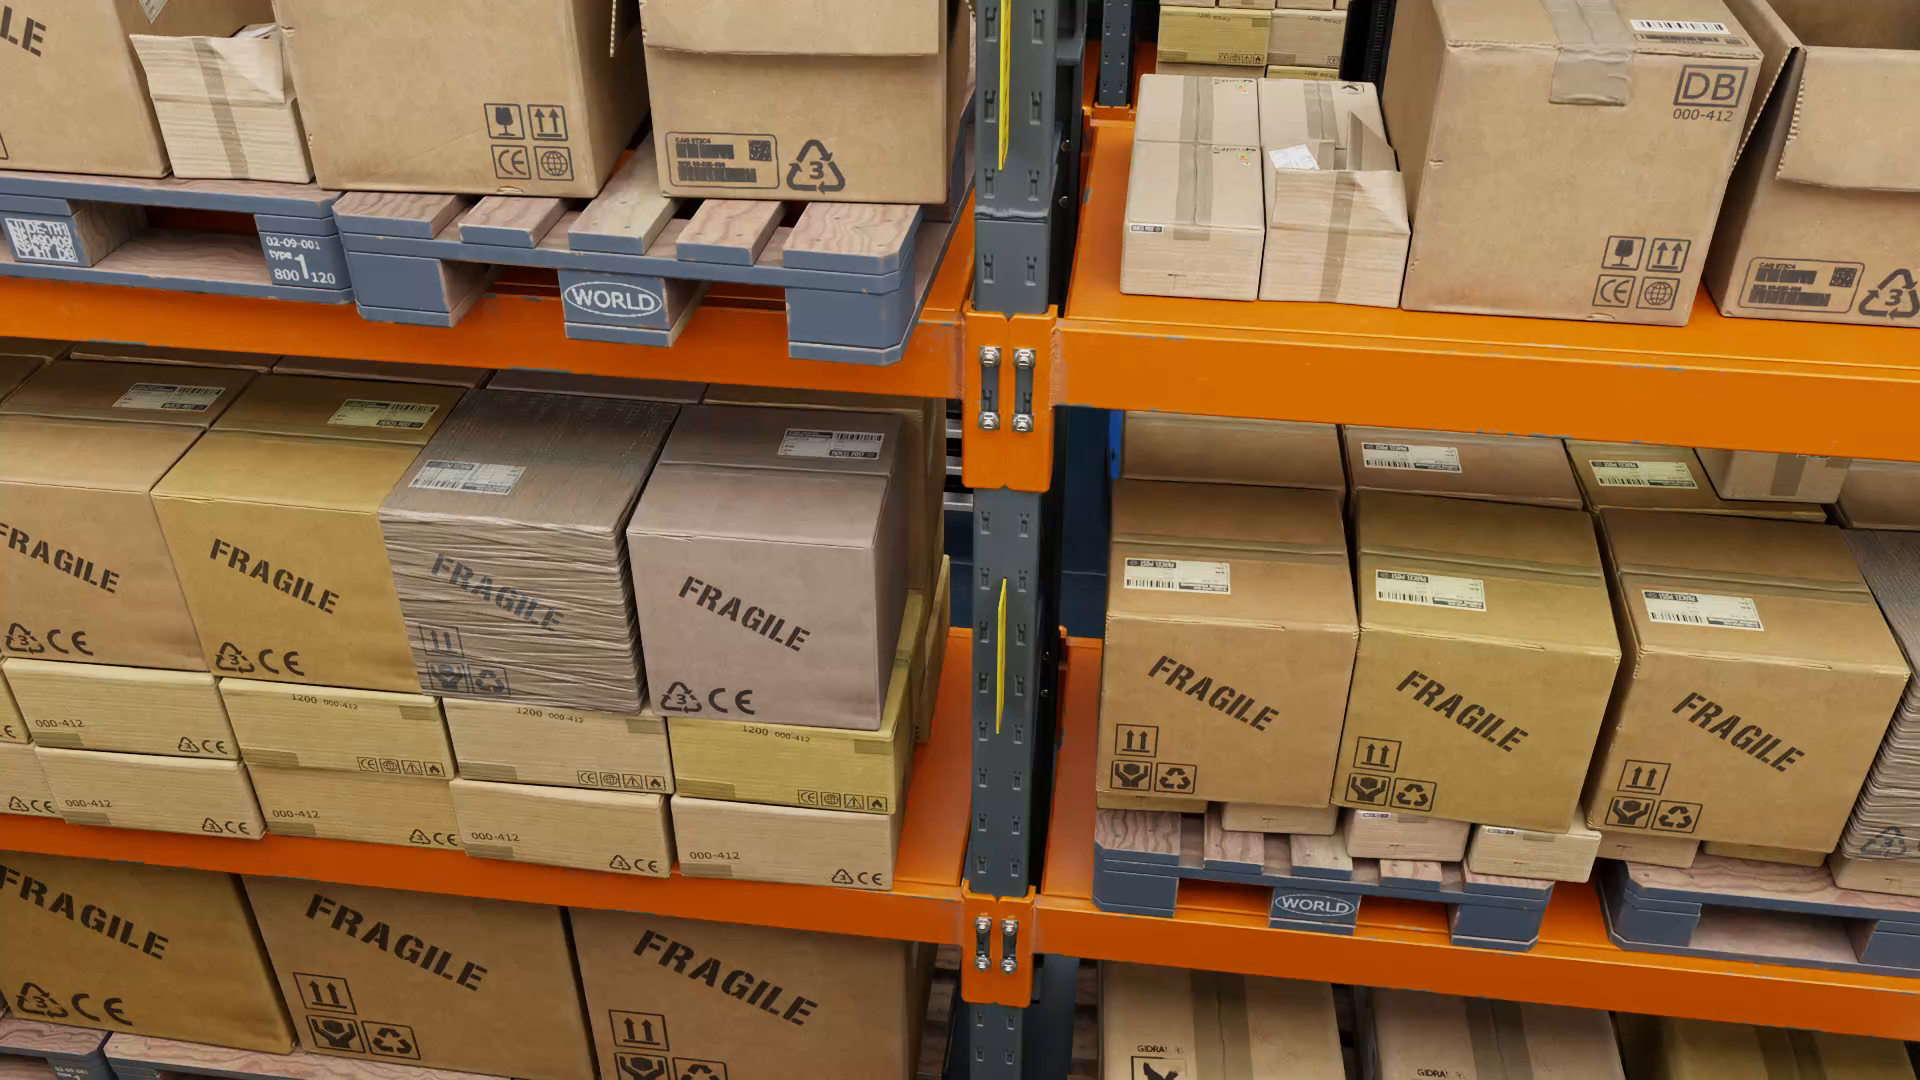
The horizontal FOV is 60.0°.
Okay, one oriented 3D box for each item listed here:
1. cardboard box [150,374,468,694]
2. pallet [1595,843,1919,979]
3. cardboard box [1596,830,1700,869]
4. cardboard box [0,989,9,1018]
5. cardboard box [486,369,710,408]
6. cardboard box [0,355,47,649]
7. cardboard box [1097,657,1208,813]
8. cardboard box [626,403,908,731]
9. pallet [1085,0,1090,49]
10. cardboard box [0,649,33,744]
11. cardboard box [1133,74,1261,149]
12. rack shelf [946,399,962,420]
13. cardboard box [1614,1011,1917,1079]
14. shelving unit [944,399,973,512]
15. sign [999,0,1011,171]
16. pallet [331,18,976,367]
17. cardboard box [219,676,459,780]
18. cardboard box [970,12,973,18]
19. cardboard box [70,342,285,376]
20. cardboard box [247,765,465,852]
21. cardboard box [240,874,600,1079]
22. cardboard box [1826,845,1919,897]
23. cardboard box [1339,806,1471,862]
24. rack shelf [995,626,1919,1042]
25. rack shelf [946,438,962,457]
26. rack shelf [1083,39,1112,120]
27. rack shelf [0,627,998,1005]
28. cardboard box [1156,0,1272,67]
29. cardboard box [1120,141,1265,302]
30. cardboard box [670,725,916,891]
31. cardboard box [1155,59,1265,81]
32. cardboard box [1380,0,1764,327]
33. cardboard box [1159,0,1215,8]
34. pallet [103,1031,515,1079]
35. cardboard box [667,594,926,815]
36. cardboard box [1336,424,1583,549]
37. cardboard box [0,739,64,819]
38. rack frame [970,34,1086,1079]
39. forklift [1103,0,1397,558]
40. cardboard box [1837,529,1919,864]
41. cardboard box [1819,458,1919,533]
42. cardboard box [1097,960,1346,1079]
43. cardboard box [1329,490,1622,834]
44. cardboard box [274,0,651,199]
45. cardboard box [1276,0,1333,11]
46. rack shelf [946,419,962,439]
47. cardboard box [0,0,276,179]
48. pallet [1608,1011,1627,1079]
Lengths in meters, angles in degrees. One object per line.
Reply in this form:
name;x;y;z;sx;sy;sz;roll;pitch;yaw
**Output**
cardboard box;-1.398;-0.022;3.752;0.500;0.500;0.500;4;36;6
pallet;2.119;0.588;4.009;1.213;0.211;1.003;4;36;6
cardboard box;1.510;0.542;3.763;0.250;0.149;0.380;6;36;9
cardboard box;-3.192;0.785;5.035;0.875;0.875;0.875;5;36;7
cardboard box;-0.801;-0.269;4.098;0.500;0.500;0.500;4;36;6
cardboard box;-2.412;-0.098;3.858;0.500;0.500;0.500;3;36;5
cardboard box;0.449;0.450;3.892;0.250;0.149;0.380;2;36;3
cardboard box;-0.396;0.052;3.648;0.500;0.500;0.500;3;36;5
pallet;0.098;-2.405;8.202;1.003;0.211;1.213;4;36;6
cardboard box;-2.399;0.219;4.060;0.500;0.250;0.500;5;36;7
cardboard box;0.489;-0.829;3.464;0.250;0.149;0.380;4;36;6
rack shelf;-0.008;-0.560;6.852;0.200;0.077;0.258;4;36;6
cardboard box;2.194;1.443;4.547;0.625;0.372;0.950;5;36;8
shelving unit;-0.008;-0.367;6.989;0.210;0.900;0.258;4;36;6
sign;0.071;-0.757;2.633;0.005;0.325;0.100;4;36;6
pallet;-0.495;-0.774;3.333;1.003;0.211;1.213;6;36;8
cardboard box;-1.382;0.293;3.955;0.500;0.250;0.500;3;36;5
cardboard box;0.078;-2.369;7.842;0.250;0.149;0.380;5;36;7
cardboard box;-1.812;-0.355;4.219;0.500;0.500;0.500;5;36;7
cardboard box;-1.391;0.485;4.117;0.500;0.250;0.500;4;36;5
cardboard box;-1.408;0.914;4.855;0.875;0.875;0.875;5;36;7
cardboard box;2.046;0.597;3.686;0.250;0.149;0.380;5;36;7
cardboard box;0.991;0.537;3.770;0.250;0.149;0.380;2;36;3
rack shelf;2.134;0.828;4.127;4.000;0.370;1.077;4;36;6
rack shelf;-0.008;-0.413;6.957;0.200;0.077;0.258;4;36;6
rack shelf;-1.205;-2.328;8.549;4.000;0.370;1.077;4;36;6
rack shelf;-1.833;0.532;4.542;4.000;0.370;1.077;4;36;6
cardboard box;1.185;-2.427;7.768;0.500;0.250;0.500;4;36;6
cardboard box;0.441;-0.610;3.157;0.250;0.149;0.380;4;36;6
cardboard box;-0.384;0.561;4.012;0.500;0.250;0.500;3;36;4
cardboard box;1.188;-2.238;7.933;0.500;0.250;0.500;4;36;6
cardboard box;1.089;-0.798;3.118;0.500;0.500;0.700;4;36;6
cardboard box;1.057;-2.584;7.645;0.250;0.149;0.380;5;36;7
pallet;-1.829;1.329;5.206;1.213;0.211;1.003;4;36;6
cardboard box;-0.363;0.355;3.869;0.500;0.250;0.500;4;36;6
cardboard box;1.151;-0.040;4.020;0.500;0.500;0.500;4;36;5
cardboard box;-2.395;0.422;4.206;0.500;0.250;0.500;4;36;6
rack frame;0.150;0.387;4.125;0.127;3.000;1.000;4;36;6
forklift;2.145;-1.141;6.325;3.031;2.935;1.130;1;36;2
cardboard box;2.107;0.333;3.498;0.500;0.500;0.500;3;36;4
cardboard box;2.193;0.038;3.912;0.500;0.500;0.500;3;36;4
cardboard box;0.709;1.334;4.700;0.625;0.372;0.950;2;36;3
cardboard box;1.085;0.256;3.606;0.500;0.500;0.500;6;36;8
cardboard box;-0.856;-1.009;3.052;0.500;0.500;0.700;3;36;4
cardboard box;1.580;-2.561;7.612;0.250;0.149;0.380;5;36;7
rack shelf;-0.008;-0.486;6.904;0.200;0.077;0.258;4;36;6
cardboard box;-1.635;-1.009;3.051;0.500;0.500;0.500;5;36;6
pallet;2.132;1.673;4.725;1.213;0.211;1.003;4;36;6
